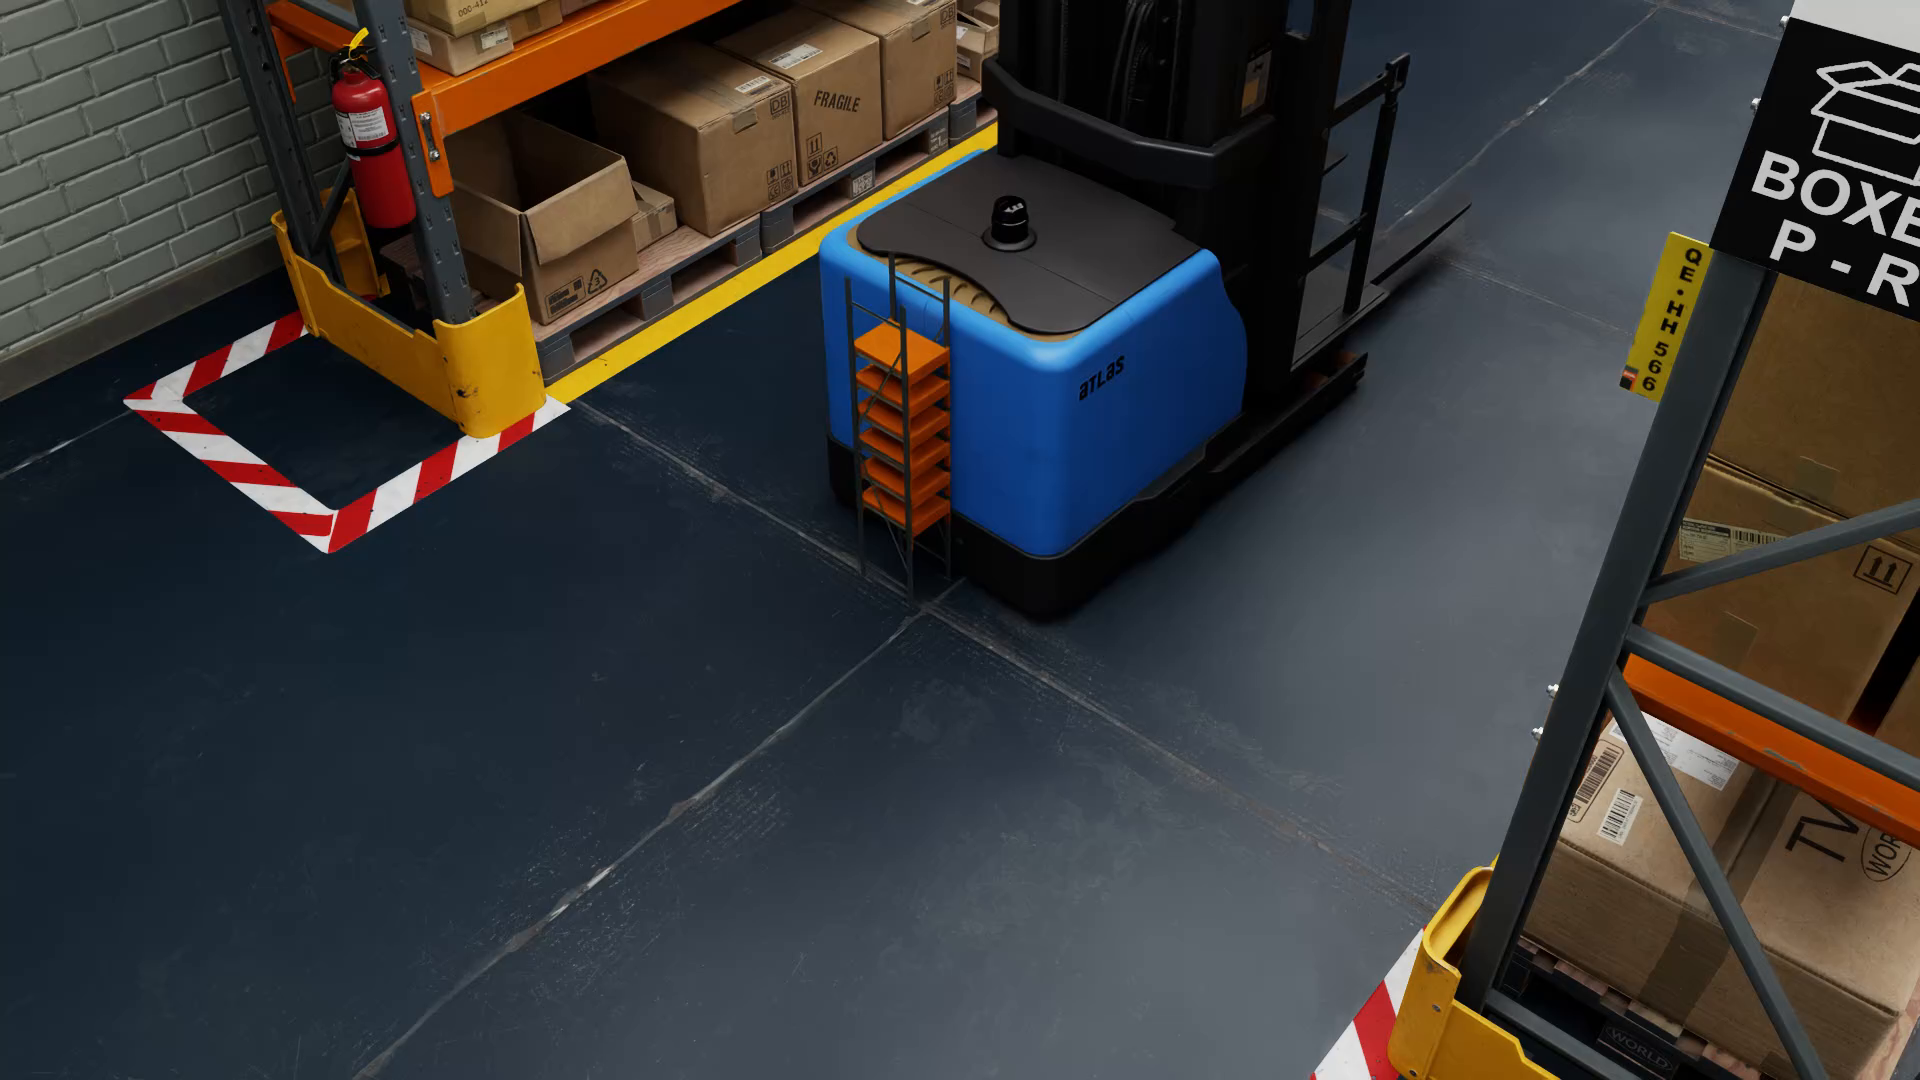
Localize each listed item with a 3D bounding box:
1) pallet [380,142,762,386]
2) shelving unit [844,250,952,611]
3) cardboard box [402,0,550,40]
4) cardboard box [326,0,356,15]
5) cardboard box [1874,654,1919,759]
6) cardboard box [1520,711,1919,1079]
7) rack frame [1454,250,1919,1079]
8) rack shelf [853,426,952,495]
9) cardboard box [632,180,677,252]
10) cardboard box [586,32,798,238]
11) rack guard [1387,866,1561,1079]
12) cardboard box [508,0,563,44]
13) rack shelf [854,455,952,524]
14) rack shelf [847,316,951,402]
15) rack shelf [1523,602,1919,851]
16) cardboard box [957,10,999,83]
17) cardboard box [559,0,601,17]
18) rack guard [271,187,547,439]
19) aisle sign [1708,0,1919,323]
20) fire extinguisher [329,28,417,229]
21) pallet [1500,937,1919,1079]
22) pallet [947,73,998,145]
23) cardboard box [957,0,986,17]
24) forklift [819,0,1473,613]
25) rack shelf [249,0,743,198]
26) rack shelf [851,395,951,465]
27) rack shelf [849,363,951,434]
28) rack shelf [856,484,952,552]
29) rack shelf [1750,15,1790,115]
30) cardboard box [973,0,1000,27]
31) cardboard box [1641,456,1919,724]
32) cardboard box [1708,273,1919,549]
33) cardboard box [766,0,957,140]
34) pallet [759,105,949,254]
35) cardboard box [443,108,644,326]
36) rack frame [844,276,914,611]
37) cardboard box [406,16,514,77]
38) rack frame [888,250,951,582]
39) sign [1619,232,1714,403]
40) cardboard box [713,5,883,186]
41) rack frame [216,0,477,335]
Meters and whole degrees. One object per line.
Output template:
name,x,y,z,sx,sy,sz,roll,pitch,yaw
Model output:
pallet,-1.593,-1.187,6.899,1.003,0.211,1.213,29,50,28
shelving unit,-0.182,-0.311,5.200,0.258,1.200,0.189,31,51,30
cardboard box,-1.656,-1.941,5.545,0.500,0.250,0.500,30,50,29
cardboard box,-2.146,-1.963,5.866,0.380,0.149,0.250,29,50,28
cardboard box,2.176,0.218,3.206,0.500,0.500,0.500,29,50,28
cardboard box,1.996,0.787,4.247,0.875,0.438,0.875,28,49,27
rack frame,1.648,0.378,3.105,1.000,3.000,0.127,29,50,28
rack shelf,-0.182,-0.278,5.230,0.258,0.103,0.180,31,51,30
cardboard box,-1.385,-1.346,6.807,0.380,0.149,0.250,28,49,27
cardboard box,-1.108,-1.697,6.933,0.700,0.500,0.500,32,51,30
rack guard,1.632,1.315,3.932,1.175,0.500,0.348,29,50,28
cardboard box,-1.604,-1.878,5.772,0.380,0.149,0.250,31,51,29
rack shelf,-0.182,-0.189,5.311,0.258,0.103,0.180,31,51,30
rack shelf,-0.182,-0.545,4.988,0.258,0.103,0.180,31,51,30
rack shelf,2.935,-0.386,4.479,1.077,0.370,4.000,29,50,28
cardboard box,0.057,-2.375,7.852,0.396,0.266,0.258,31,51,30
cardboard box,-1.462,-2.028,5.938,0.380,0.149,0.250,29,50,28
rack guard,-2.105,-0.884,6.350,1.175,0.500,0.348,29,50,28
aisle sign,1.364,-0.681,2.337,0.394,0.787,0.004,29,50,28
fire extinguisher,-1.895,-1.327,5.314,0.296,0.674,0.183,29,50,28
pallet,2.102,0.964,4.533,1.003,0.211,1.213,29,50,28
pallet,-0.022,-2.444,8.281,1.003,0.211,1.213,29,50,28
cardboard box,-0.186,-2.752,8.233,0.500,0.311,0.500,31,51,30
forklift,0.900,-1.756,5.502,1.130,2.935,3.031,31,51,30
rack shelf,-0.867,-2.533,6.841,1.077,0.370,4.000,29,50,28
rack shelf,-0.182,-0.367,5.149,0.258,0.103,0.180,31,51,30
rack shelf,-0.182,-0.456,5.069,0.258,0.103,0.180,31,51,30
rack shelf,-0.182,-0.101,5.392,0.258,0.103,0.180,31,51,30
rack shelf,2.935,-1.496,3.470,1.077,0.370,4.000,29,50,28
cardboard box,0.287,-2.515,8.094,0.380,0.149,0.250,28,49,27
cardboard box,1.755,-0.022,3.470,0.500,0.500,0.500,30,50,29
cardboard box,1.776,-0.380,3.121,0.500,0.500,0.500,31,51,30
cardboard box,-0.440,-2.232,7.520,0.700,0.500,0.500,28,49,27
pallet,-0.807,-1.813,7.587,1.003,0.211,1.213,29,50,28
cardboard box,-1.688,-1.275,6.466,0.797,0.503,0.637,28,49,27
rack frame,-0.243,-0.265,5.150,0.240,1.200,0.006,31,51,30
cardboard box,-1.732,-1.727,5.606,0.380,0.149,0.250,29,50,28
rack frame,-0.121,-0.357,5.251,0.240,1.200,0.006,31,51,30
sign,1.241,-0.380,2.902,0.100,0.325,0.005,29,50,28
cardboard box,-0.691,-1.926,7.184,0.500,0.500,0.500,30,50,29
rack frame,-2.154,-1.769,5.466,1.000,3.000,0.127,29,50,28
